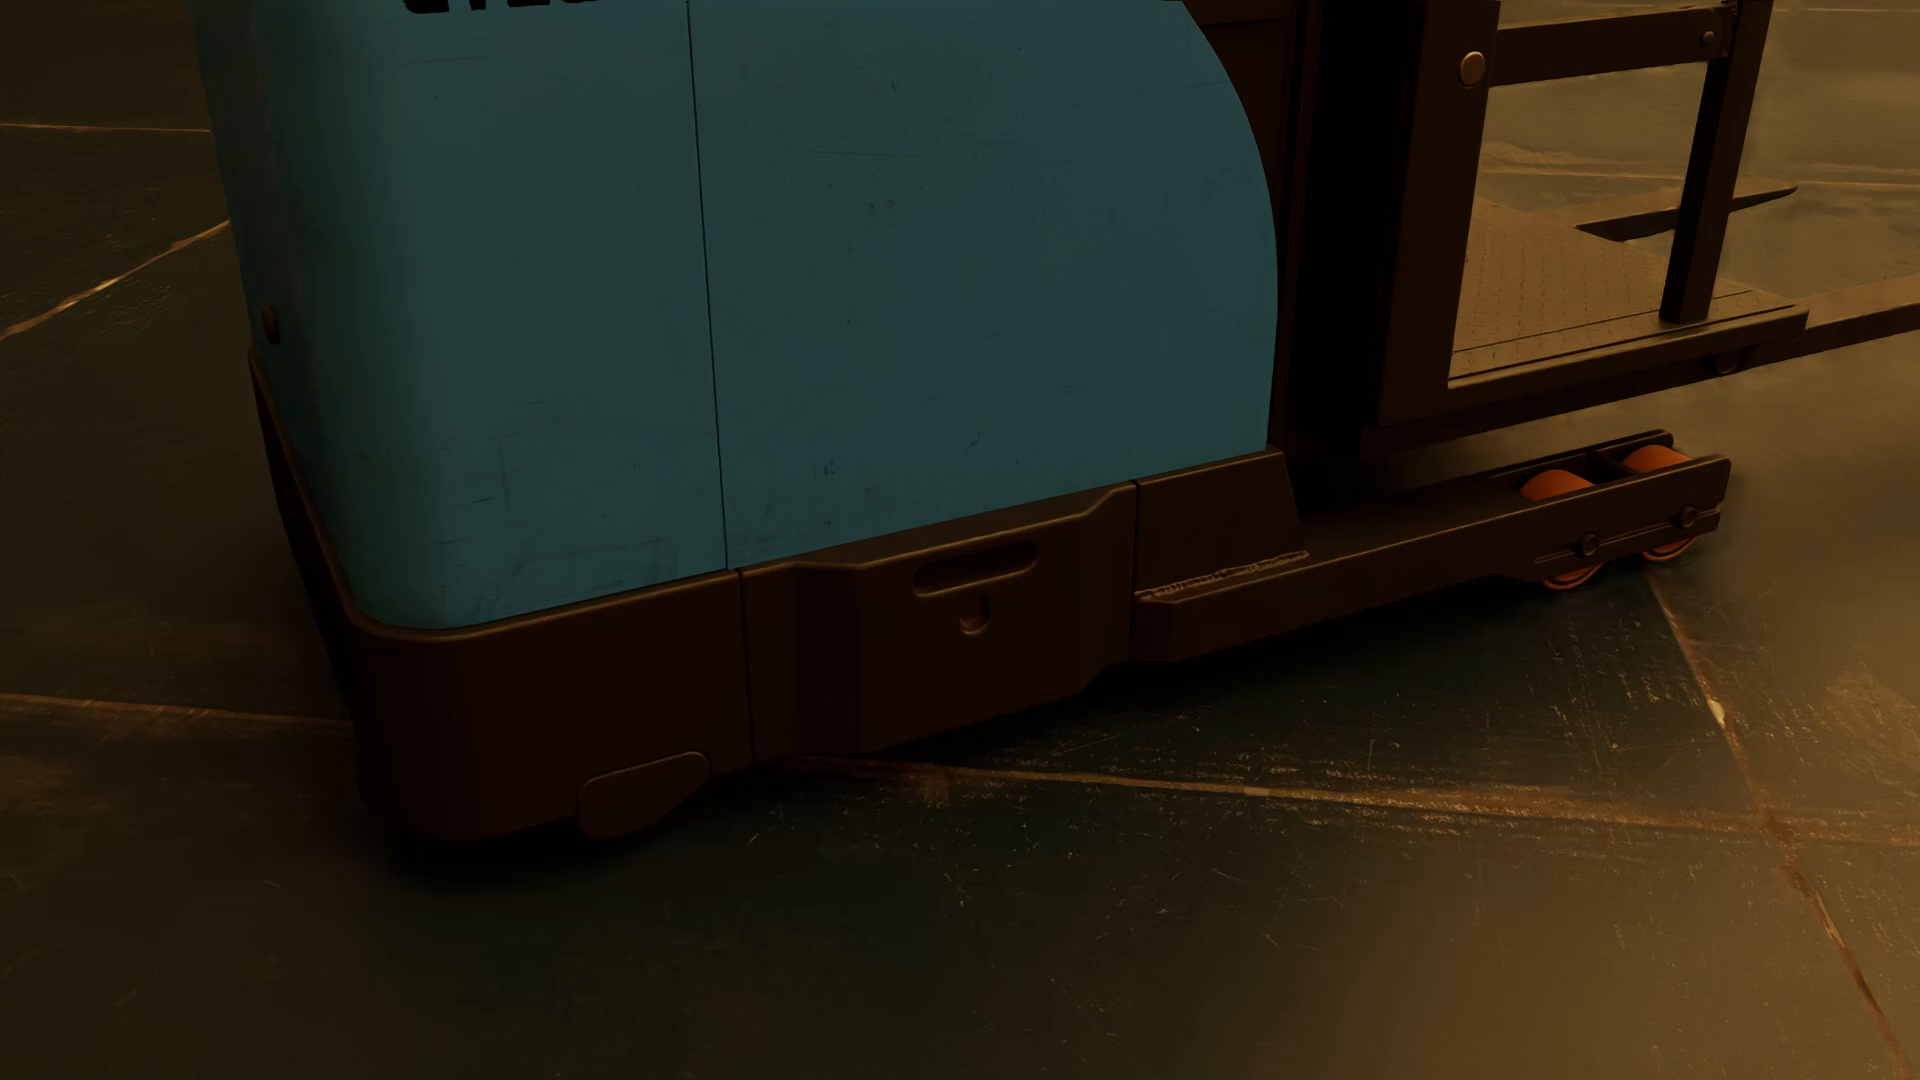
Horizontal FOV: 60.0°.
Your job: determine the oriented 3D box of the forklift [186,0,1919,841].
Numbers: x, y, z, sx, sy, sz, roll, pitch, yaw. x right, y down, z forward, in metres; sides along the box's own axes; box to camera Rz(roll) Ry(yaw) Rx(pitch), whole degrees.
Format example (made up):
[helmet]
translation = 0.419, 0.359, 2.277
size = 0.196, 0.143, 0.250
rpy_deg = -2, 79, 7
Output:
[forklift]
translation = 0.541, -1.437, 2.097
size = 3.031, 2.935, 1.130
rpy_deg = -13, 29, -24
